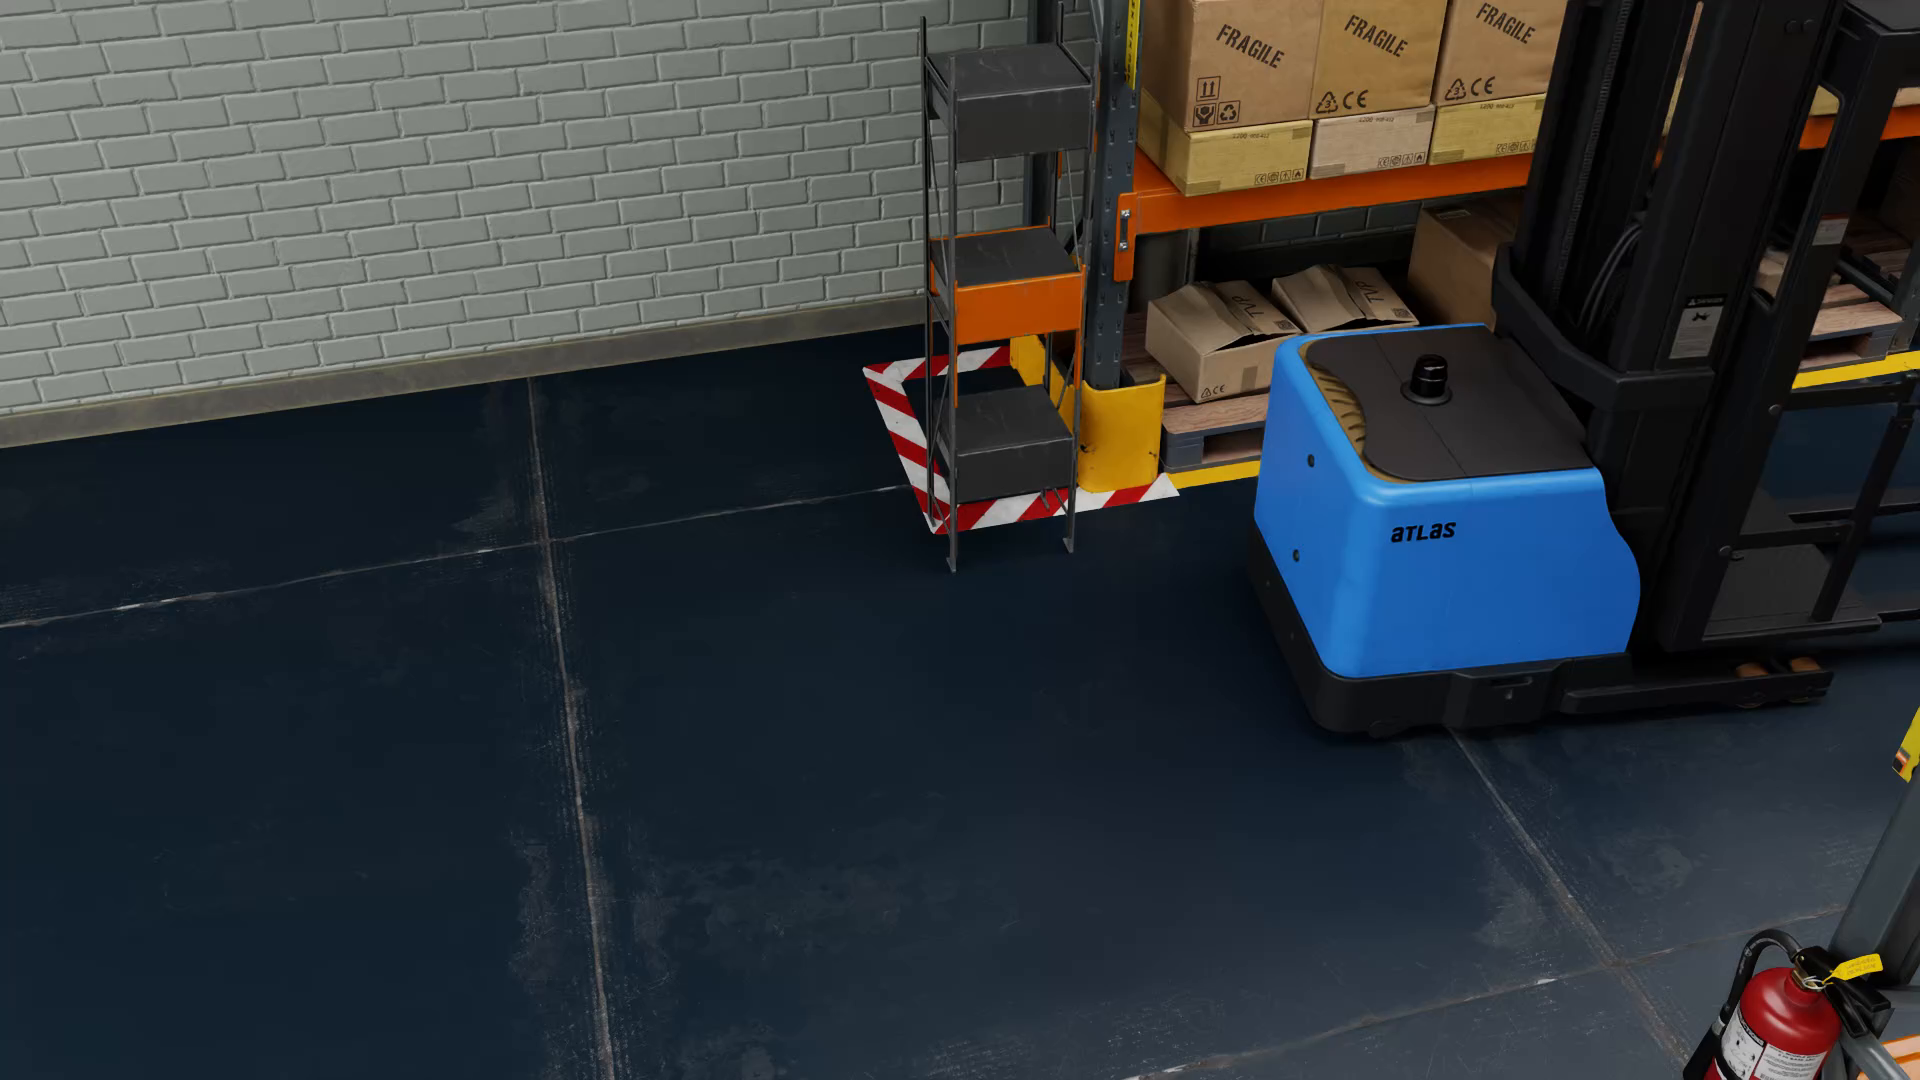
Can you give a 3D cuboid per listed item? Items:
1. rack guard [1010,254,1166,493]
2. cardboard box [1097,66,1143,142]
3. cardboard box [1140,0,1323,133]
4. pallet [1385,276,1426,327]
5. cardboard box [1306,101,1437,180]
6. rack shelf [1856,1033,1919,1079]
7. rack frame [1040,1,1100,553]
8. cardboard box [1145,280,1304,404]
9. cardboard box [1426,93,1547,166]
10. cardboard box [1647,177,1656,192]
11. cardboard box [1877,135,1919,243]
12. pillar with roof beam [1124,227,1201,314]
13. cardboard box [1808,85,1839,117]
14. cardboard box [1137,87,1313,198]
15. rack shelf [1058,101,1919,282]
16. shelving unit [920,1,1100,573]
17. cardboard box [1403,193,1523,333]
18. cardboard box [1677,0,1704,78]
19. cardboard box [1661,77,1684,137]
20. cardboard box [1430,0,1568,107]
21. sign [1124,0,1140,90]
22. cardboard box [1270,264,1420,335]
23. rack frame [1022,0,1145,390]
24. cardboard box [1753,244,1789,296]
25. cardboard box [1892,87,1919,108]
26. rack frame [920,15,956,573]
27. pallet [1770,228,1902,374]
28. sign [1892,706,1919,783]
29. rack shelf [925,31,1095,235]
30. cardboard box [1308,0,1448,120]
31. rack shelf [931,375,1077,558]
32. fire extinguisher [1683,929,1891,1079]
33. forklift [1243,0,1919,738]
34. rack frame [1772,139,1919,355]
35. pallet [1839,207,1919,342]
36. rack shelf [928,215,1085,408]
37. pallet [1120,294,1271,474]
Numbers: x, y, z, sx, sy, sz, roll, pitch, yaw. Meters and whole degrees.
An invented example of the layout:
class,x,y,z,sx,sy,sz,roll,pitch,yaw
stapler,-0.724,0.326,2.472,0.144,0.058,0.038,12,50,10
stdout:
class,x,y,z,sx,sy,sz,roll,pitch,yaw
rack guard,0.538,-0.758,7.329,0.348,0.500,1.175,-9,38,-12
cardboard box,0.866,-1.875,6.839,0.500,0.250,0.500,-9,38,-11
cardboard box,1.004,-1.884,6.234,0.500,0.500,0.500,-9,38,-12
pallet,2.508,-0.942,7.808,1.213,0.211,1.003,-9,38,-12
cardboard box,1.517,-1.668,6.569,0.500,0.250,0.500,-10,39,-13
rack shelf,3.691,1.136,3.389,4.000,0.370,1.077,-9,38,-12
rack frame,0.395,-0.899,6.197,0.015,2.100,0.400,-9,38,-12
cardboard box,1.157,-0.902,7.311,0.500,0.311,0.500,-14,39,-17
cardboard box,2.010,-1.746,6.670,0.500,0.250,0.500,-10,39,-13
cardboard box,3.335,-1.366,7.762,0.500,0.500,0.500,-12,39,-15
cardboard box,5.033,-1.680,8.173,0.500,0.500,0.700,-8,38,-10
pillar with roof beam,2.038,-2.214,2.238,0.400,9.000,9.100,-9,38,-12
cardboard box,3.465,-1.993,6.994,0.500,0.250,0.500,-9,38,-12
cardboard box,1.019,-1.578,6.451,0.500,0.250,0.500,-10,39,-13
rack shelf,2.396,-1.769,7.186,4.000,0.370,1.077,-9,38,-12
shelving unit,0.160,-0.860,6.146,0.503,2.100,0.431,-9,38,-12
cardboard box,2.428,-1.154,7.485,0.500,0.500,0.700,-12,39,-15
cardboard box,2.982,-2.206,6.655,0.500,0.500,0.500,-10,39,-13
cardboard box,2.984,-1.905,6.878,0.500,0.250,0.500,-10,38,-12
cardboard box,1.985,-2.035,6.431,0.500,0.500,0.500,-11,39,-13
sign,0.607,-1.764,5.875,0.005,0.325,0.100,-9,38,-12
cardboard box,1.707,-0.992,7.429,0.500,0.311,0.500,-6,38,-8
rack frame,0.465,-1.738,6.554,0.127,3.000,1.000,-9,38,-12
cardboard box,3.818,-1.319,7.975,0.250,0.166,0.380,-14,40,-18
cardboard box,3.949,-2.068,7.091,0.500,0.250,0.500,-9,38,-12
rack frame,-0.076,-0.821,6.095,0.015,2.100,0.400,-9,38,-12
pallet,3.688,-1.137,8.063,1.213,0.211,1.003,-9,38,-12
sign,1.632,0.292,2.751,0.005,0.325,0.100,-9,38,-12
rack shelf,0.160,-1.405,5.729,0.480,0.518,0.431,-9,38,-12
cardboard box,1.484,-1.956,6.328,0.500,0.500,0.500,-9,38,-12
rack shelf,0.160,-0.293,6.580,0.480,0.518,0.431,-9,38,-12
fire extinguisher,1.525,0.944,3.111,0.183,0.674,0.296,-9,38,-12
forklift,2.668,-0.876,5.483,3.031,2.935,1.130,-5,38,-6
rack frame,4.327,-2.372,7.382,0.127,3.000,1.000,-9,38,-12
pallet,5.078,-1.389,8.392,1.213,0.211,1.003,-9,38,-12
rack shelf,0.160,-0.849,6.154,0.480,0.518,0.431,-9,38,-12
pallet,1.332,-0.751,7.558,1.213,0.211,1.003,-9,38,-12
